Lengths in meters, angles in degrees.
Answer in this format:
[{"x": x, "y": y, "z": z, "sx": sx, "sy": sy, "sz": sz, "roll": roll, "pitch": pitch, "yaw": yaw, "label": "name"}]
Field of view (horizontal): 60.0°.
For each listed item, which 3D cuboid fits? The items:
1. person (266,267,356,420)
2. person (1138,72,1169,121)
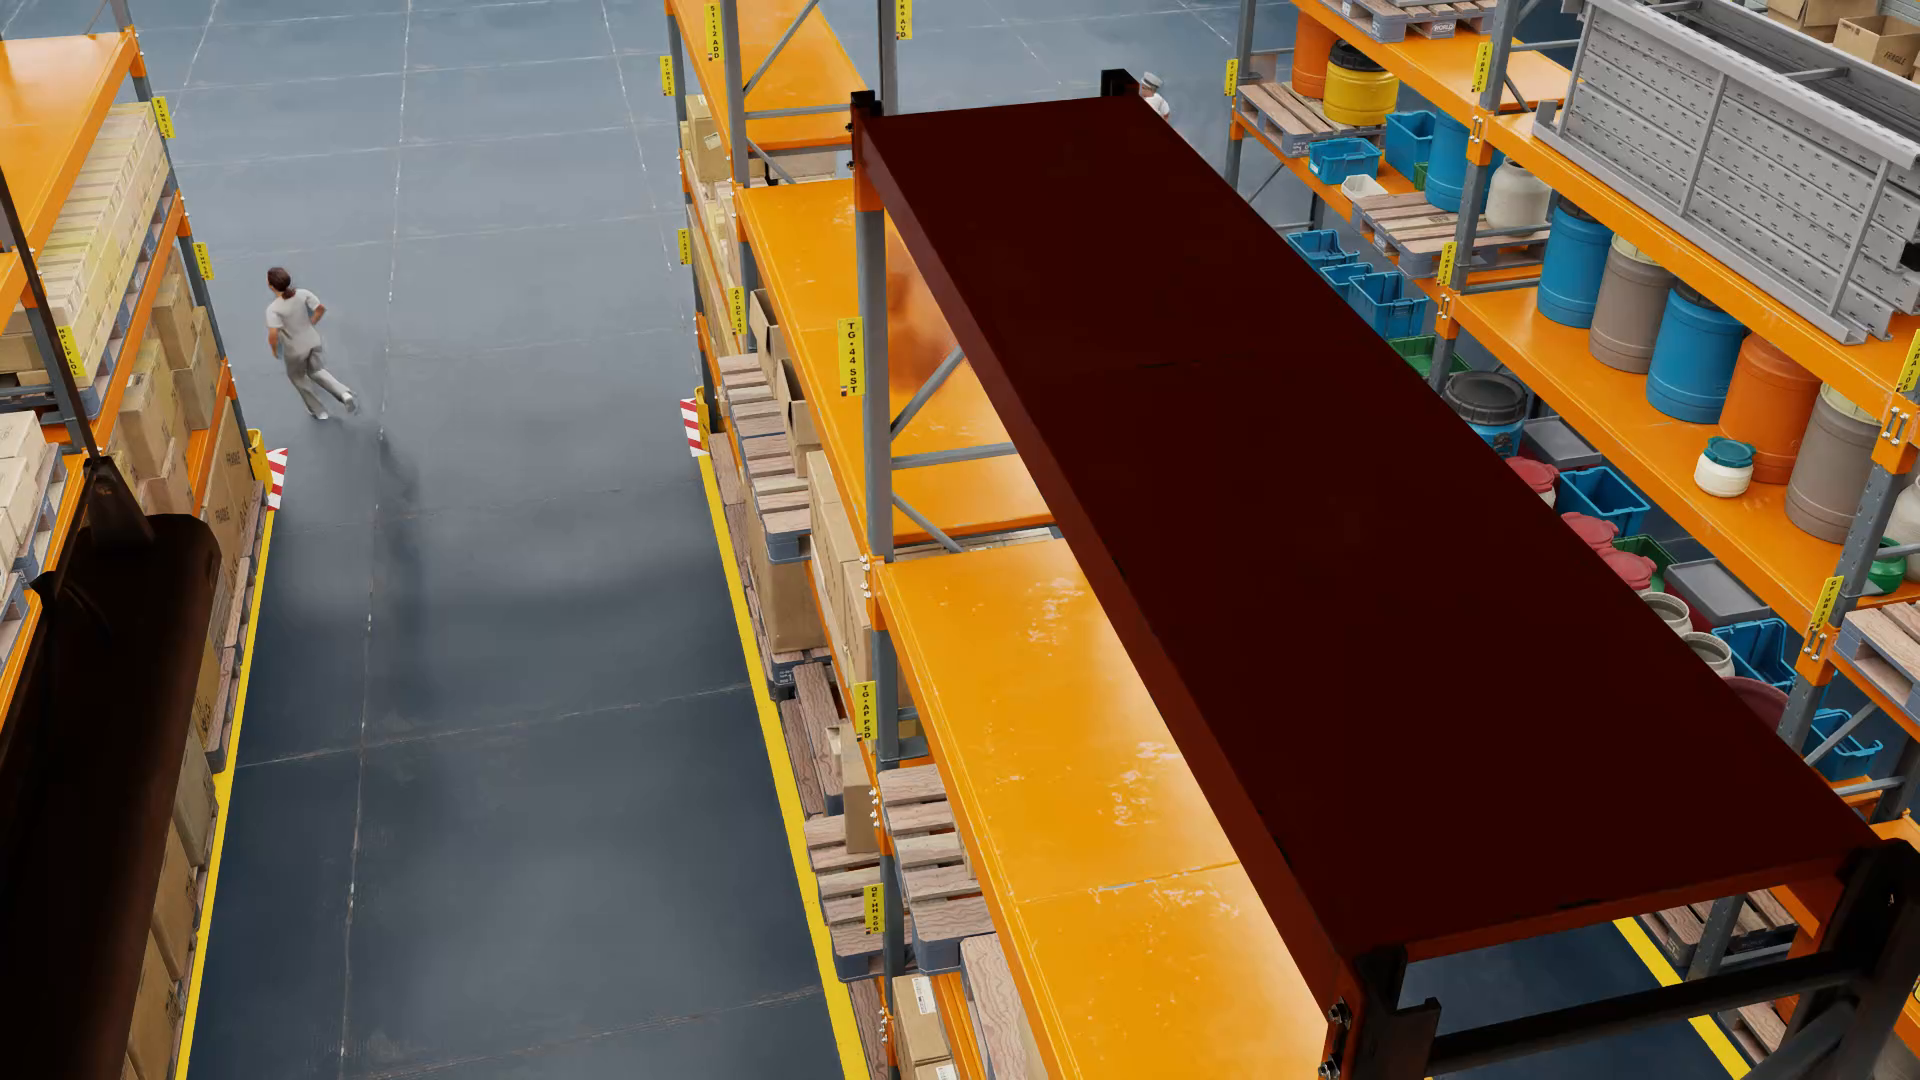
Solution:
[{"x": -6.022, "y": -1.744, "z": 15.216, "sx": 0.726, "sy": 1.627, "sz": 0.616, "roll": 21, "pitch": 39, "yaw": 27, "label": "person"}, {"x": 2.127, "y": -4.497, "z": 19.083, "sx": 0.902, "sy": 1.760, "sz": 0.677, "roll": 9, "pitch": 35, "yaw": 13, "label": "person"}]
